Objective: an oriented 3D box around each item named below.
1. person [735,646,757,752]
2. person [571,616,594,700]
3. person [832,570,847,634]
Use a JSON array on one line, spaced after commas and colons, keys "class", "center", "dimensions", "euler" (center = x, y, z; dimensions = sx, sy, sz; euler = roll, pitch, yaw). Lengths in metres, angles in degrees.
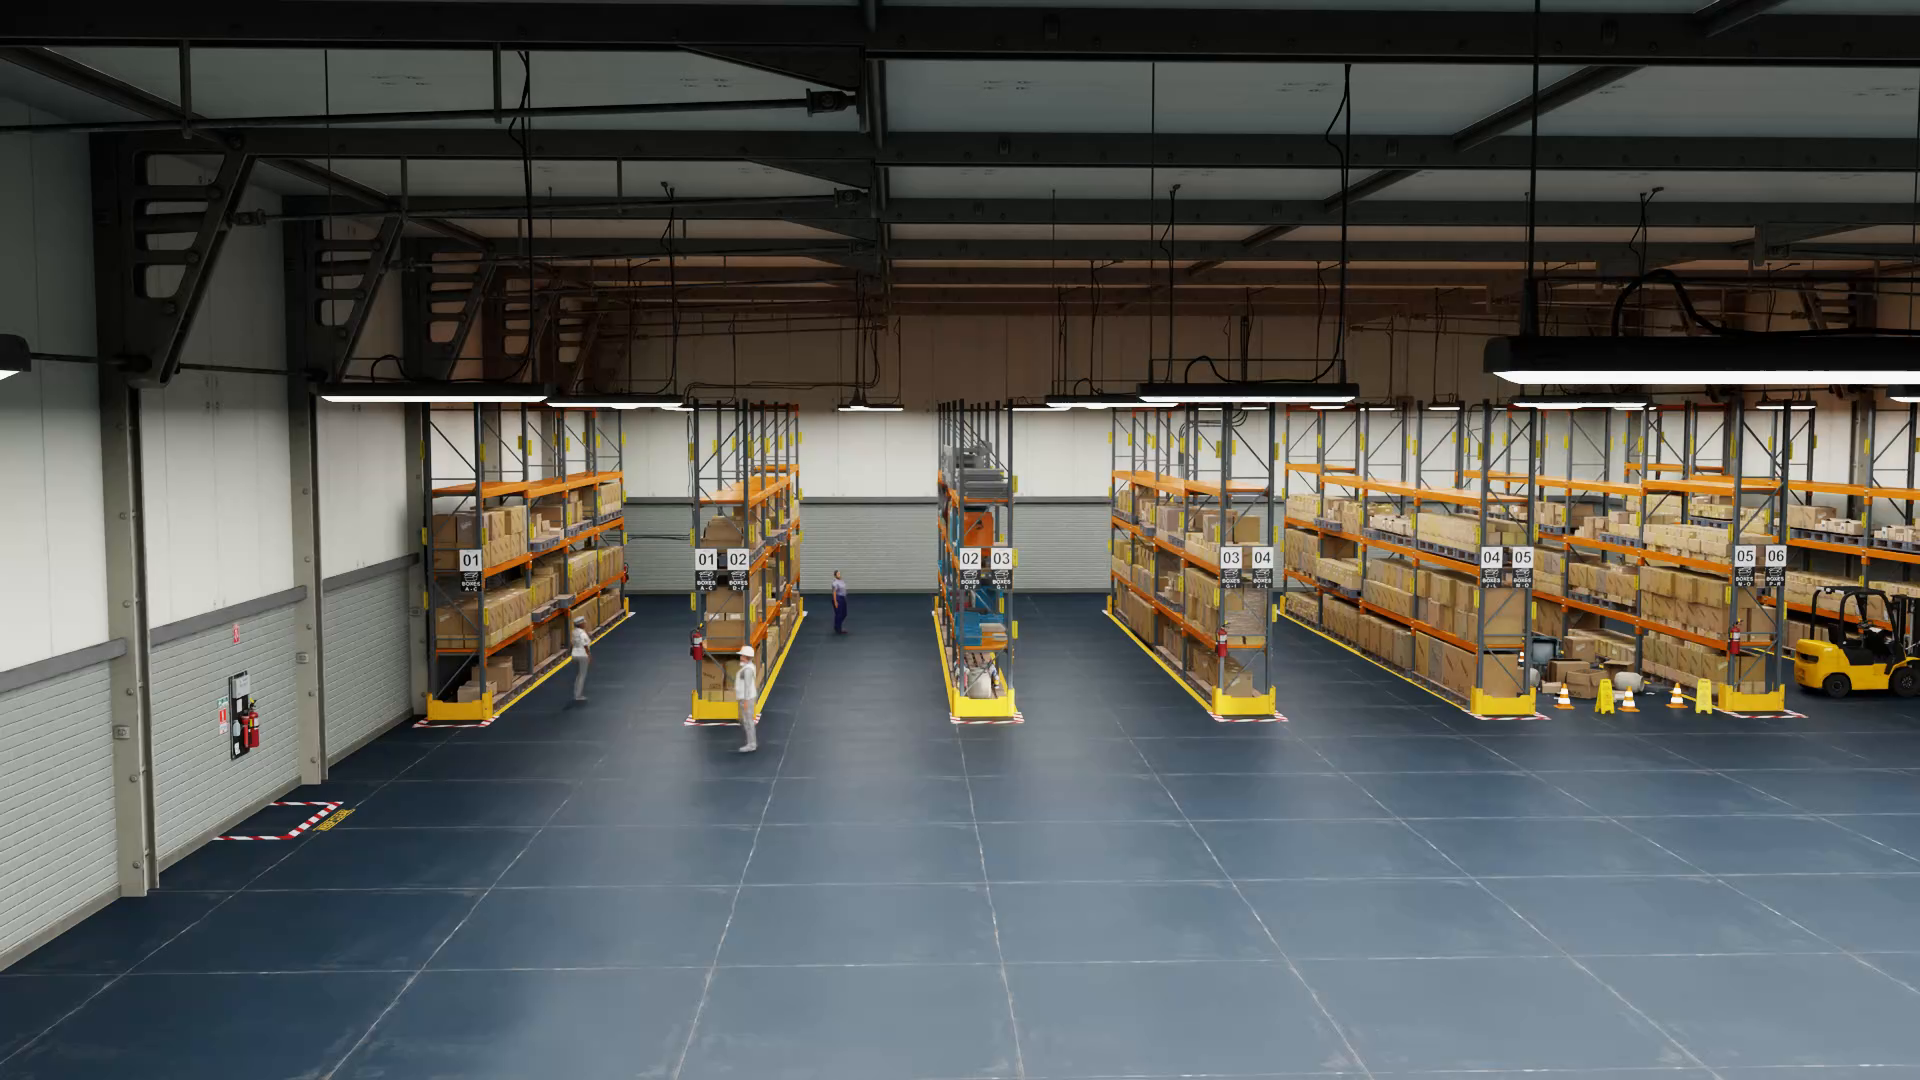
[{"class": "person", "center": [-3.638, 2.699, 28.213], "dimensions": [0.368, 1.808, 0.595], "euler": [-1, 4, -11]}, {"class": "person", "center": [-7.538, 2.364, 33.186], "dimensions": [0.480, 1.724, 0.463], "euler": [3, 5, 30]}, {"class": "person", "center": [-3.139, 1.621, 43.393], "dimensions": [0.444, 1.669, 0.530], "euler": [1, 5, 17]}]
